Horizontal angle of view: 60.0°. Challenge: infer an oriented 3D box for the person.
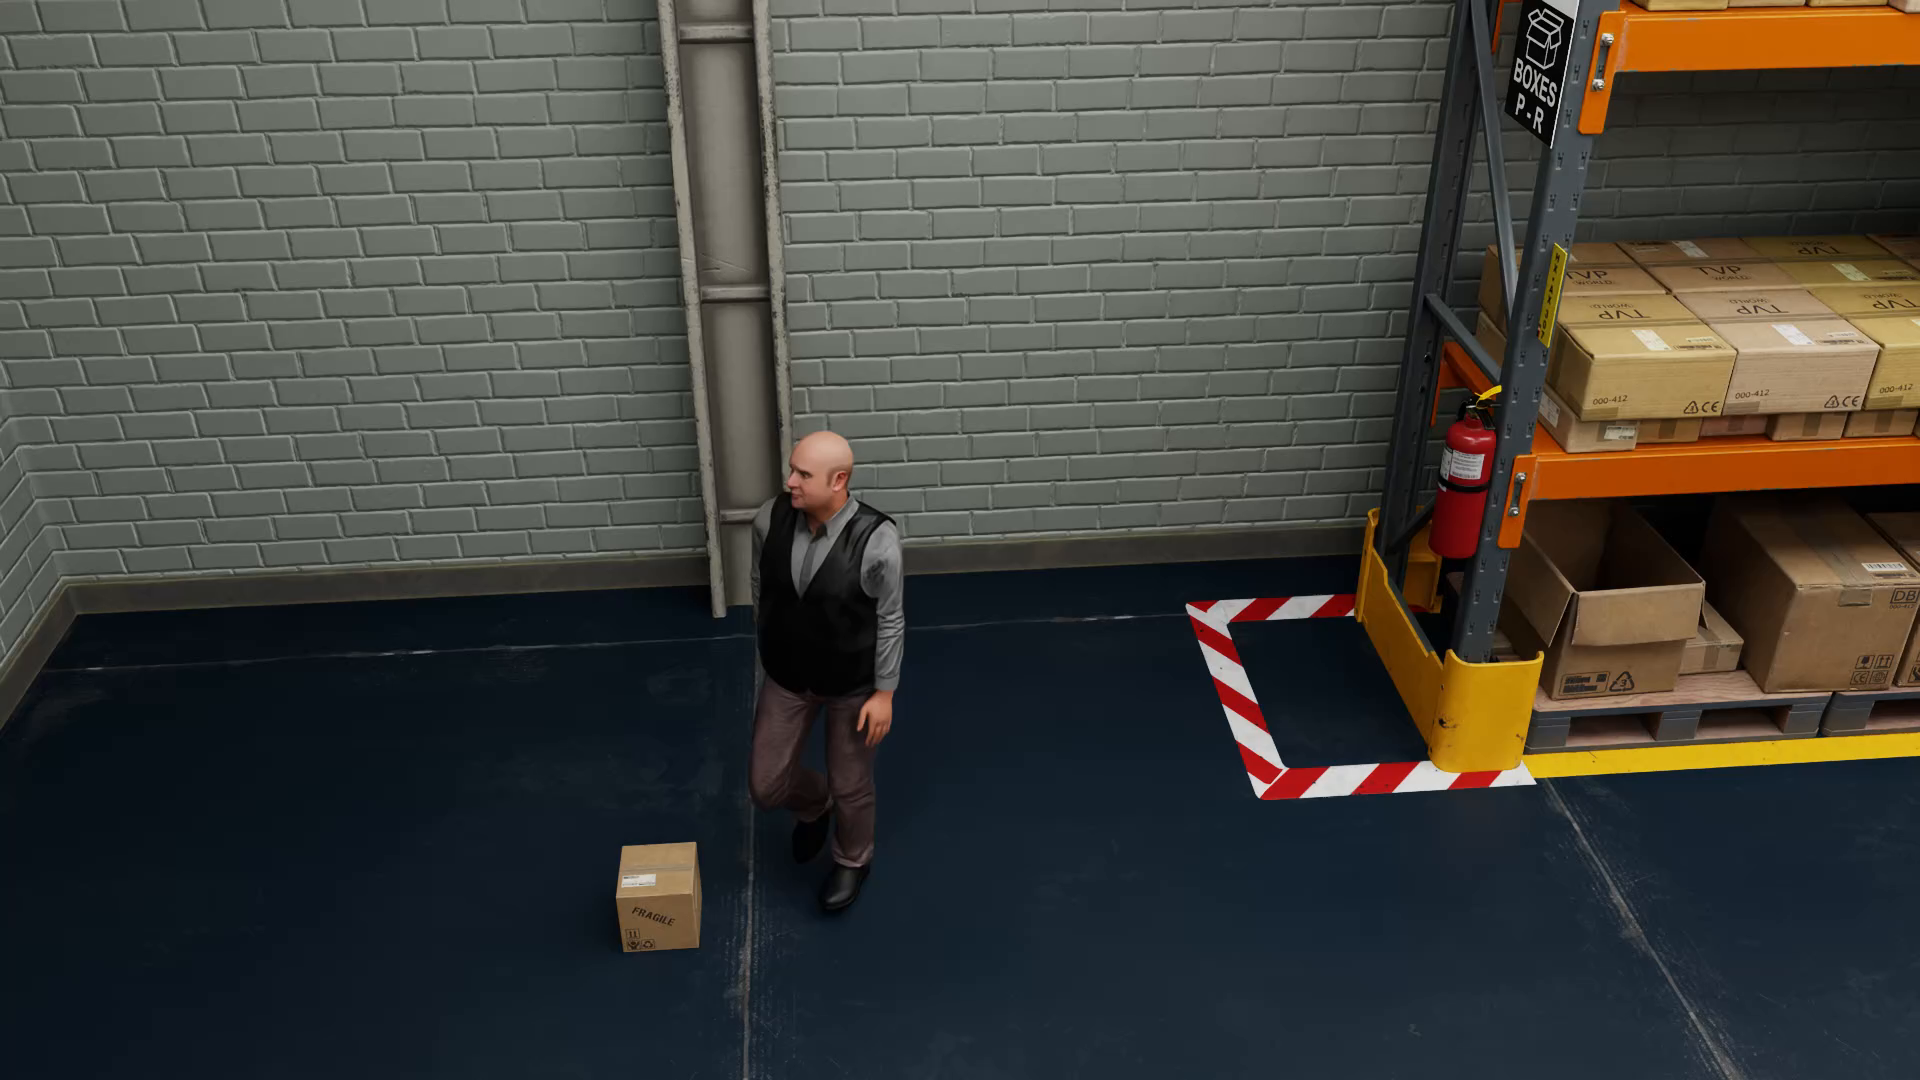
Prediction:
[{"bbox_3d":[-0.442,0.485,5.393,0.551,1.630,0.468,9,32,14],"label":"person"}]
